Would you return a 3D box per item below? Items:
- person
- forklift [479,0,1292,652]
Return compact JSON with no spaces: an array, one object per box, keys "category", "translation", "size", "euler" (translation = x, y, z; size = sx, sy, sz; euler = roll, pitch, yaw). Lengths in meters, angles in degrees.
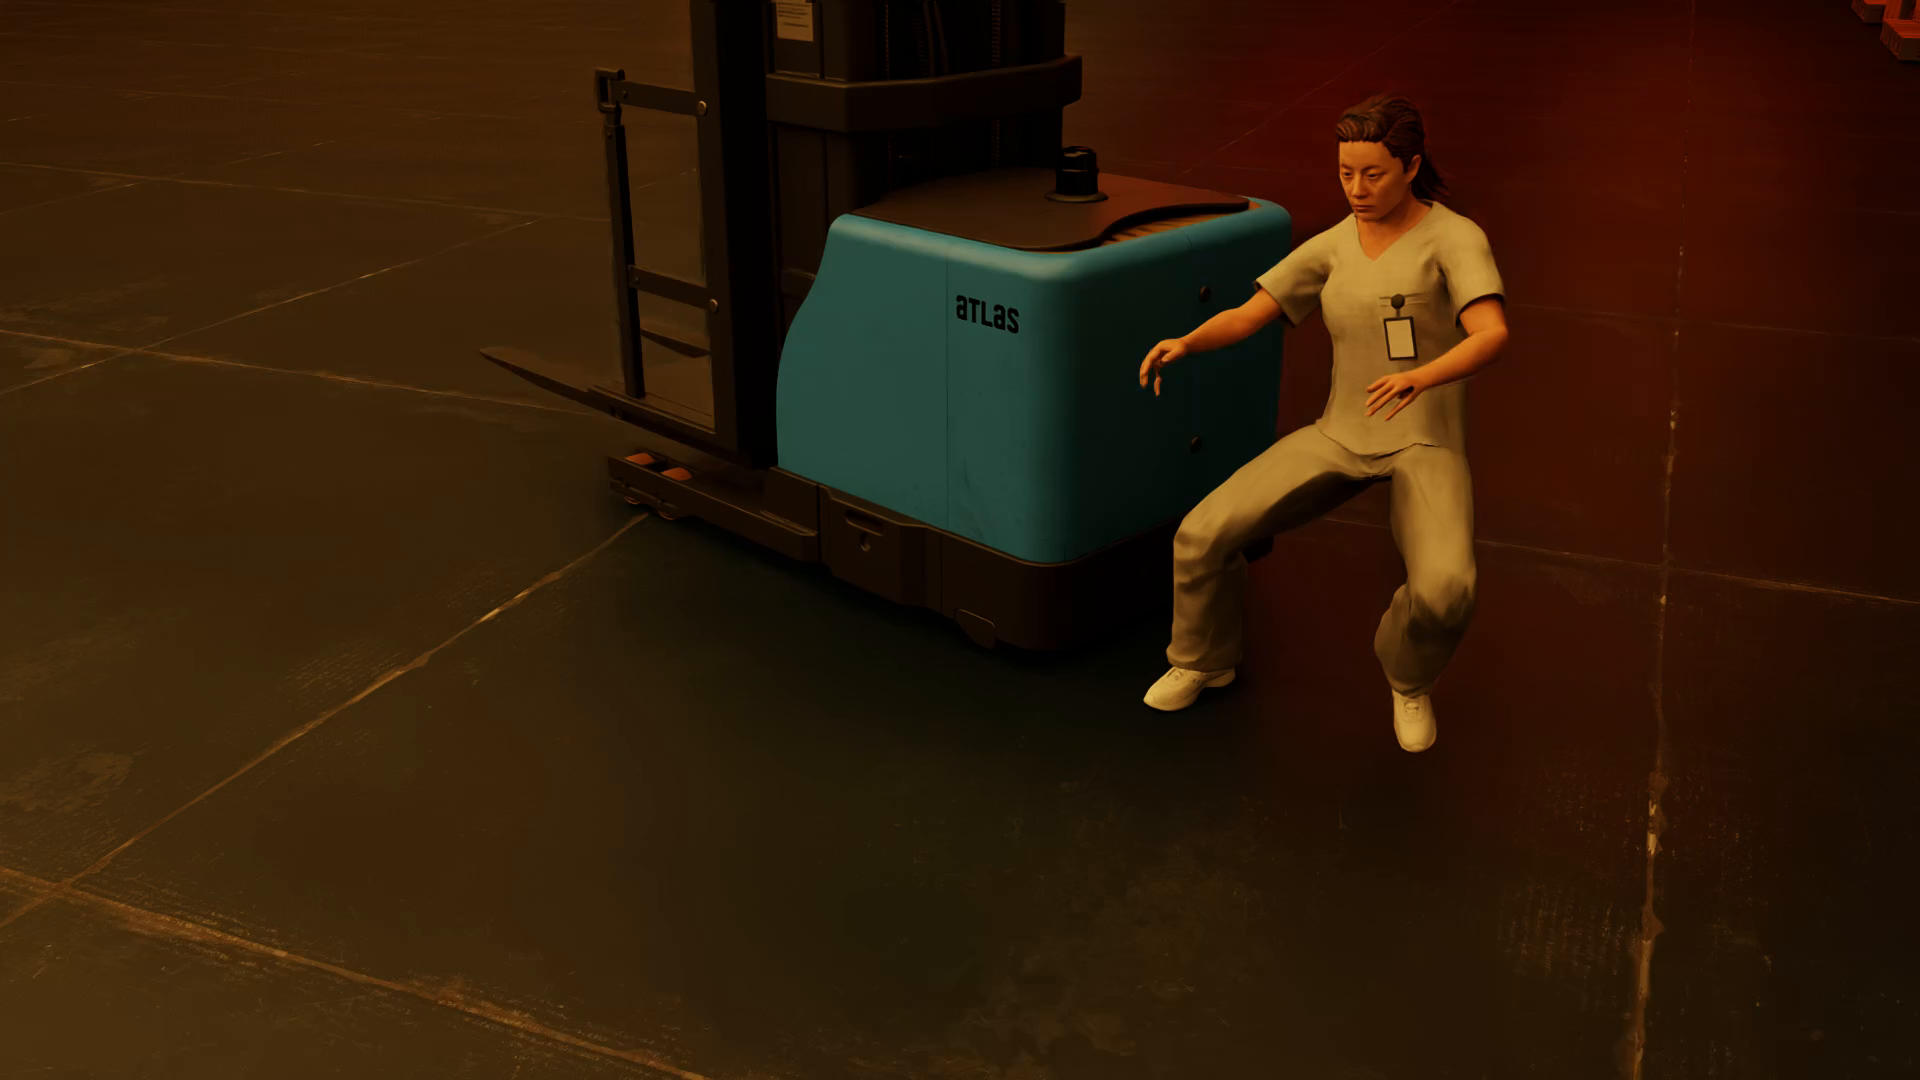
[{"category":"person","translation":[0.837,-0.215,3.698],"size":[0.807,1.479,0.721],"euler":[18,29,36]},{"category":"forklift","translation":[-0.487,-1.538,4.972],"size":[3.031,2.935,1.130],"euler":[21,30,40]}]
